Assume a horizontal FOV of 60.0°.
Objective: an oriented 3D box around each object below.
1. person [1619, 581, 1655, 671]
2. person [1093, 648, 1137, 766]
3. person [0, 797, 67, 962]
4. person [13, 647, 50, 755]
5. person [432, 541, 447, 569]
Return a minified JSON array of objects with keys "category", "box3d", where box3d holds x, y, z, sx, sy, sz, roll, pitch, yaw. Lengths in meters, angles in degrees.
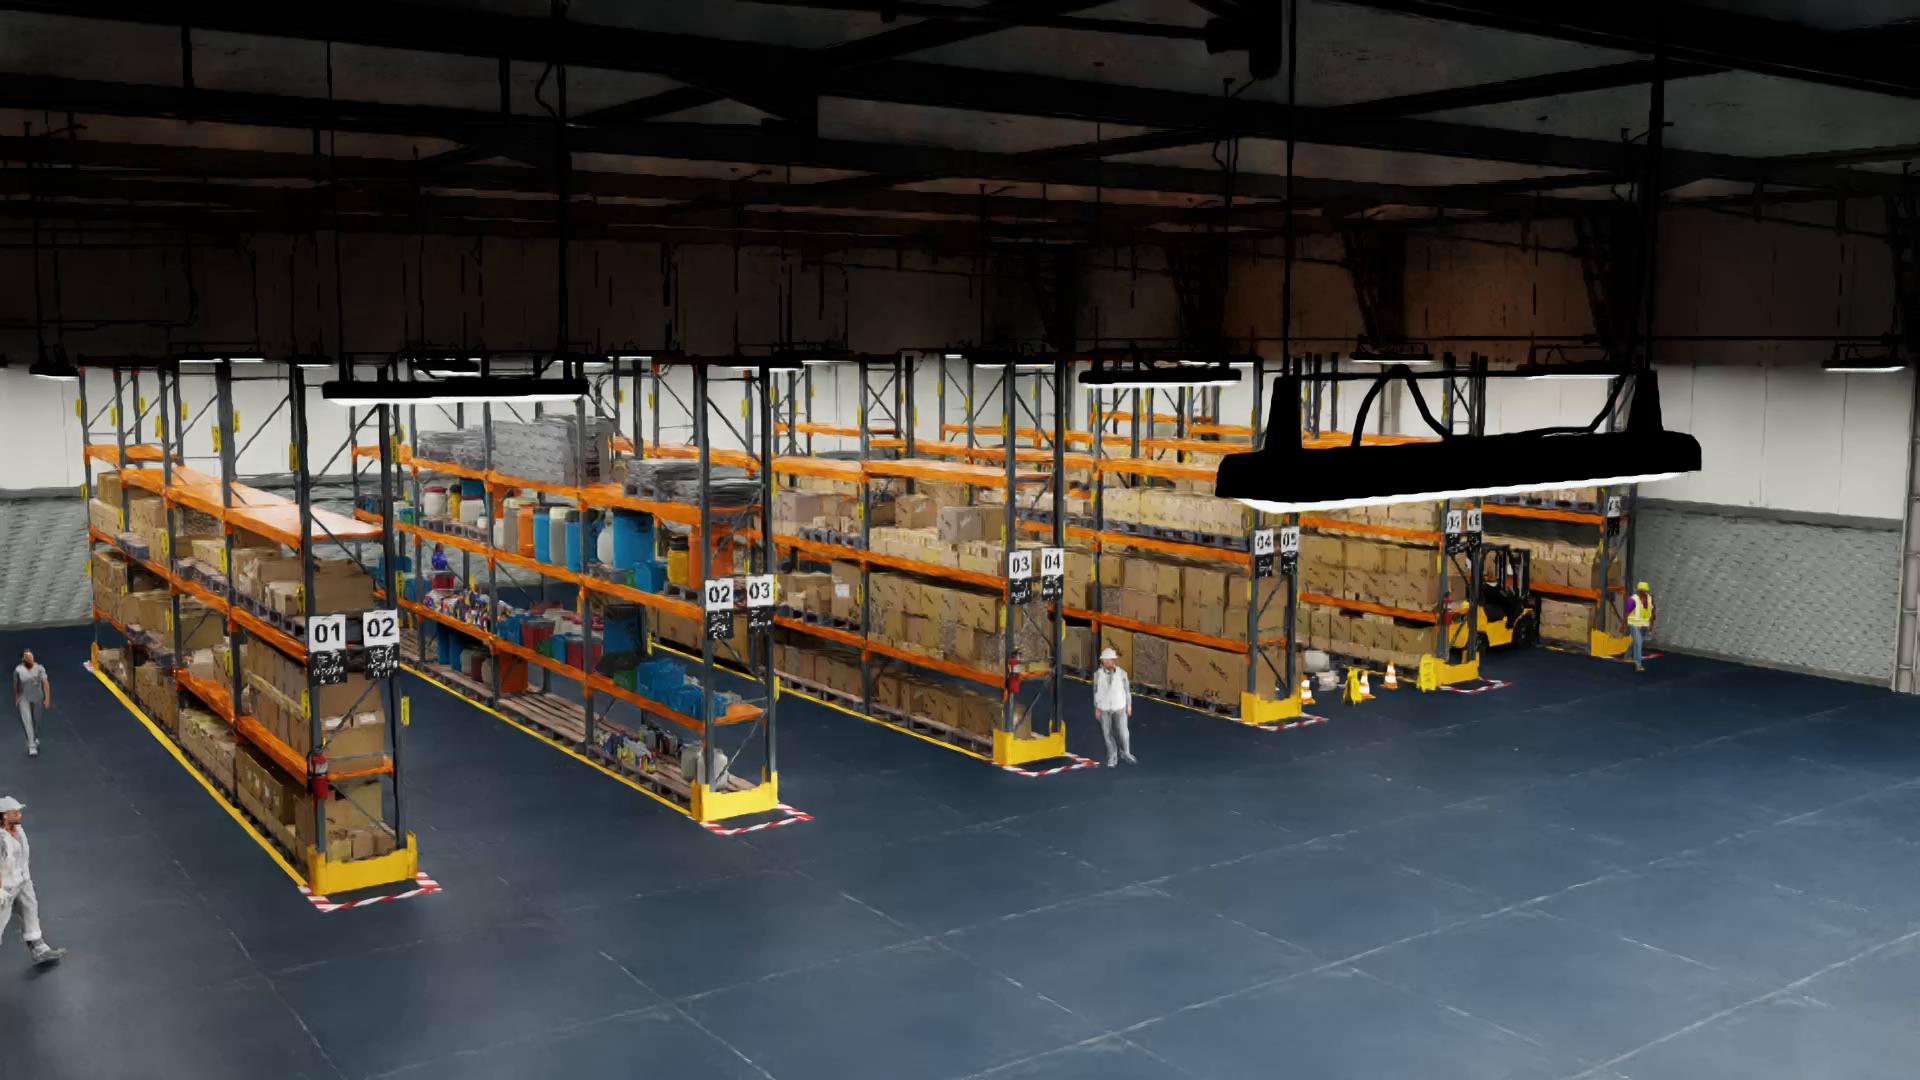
[{"category":"person","box3d":[13.006,1.631,31.867,0.608,1.716,0.969,-2,7,-14]},{"category":"person","box3d":[2.291,2.471,24.673,0.644,1.761,0.453,1,7,10]},{"category":"person","box3d":[-9.440,3.425,16.612,0.565,1.781,0.722,0,7,3]},{"category":"person","box3d":[-14.241,2.438,25.524,0.455,1.612,1.019,-5,9,-36]},{"category":"person","box3d":[-12.177,0.851,38.498,0.491,1.652,0.653,2,7,13]}]
